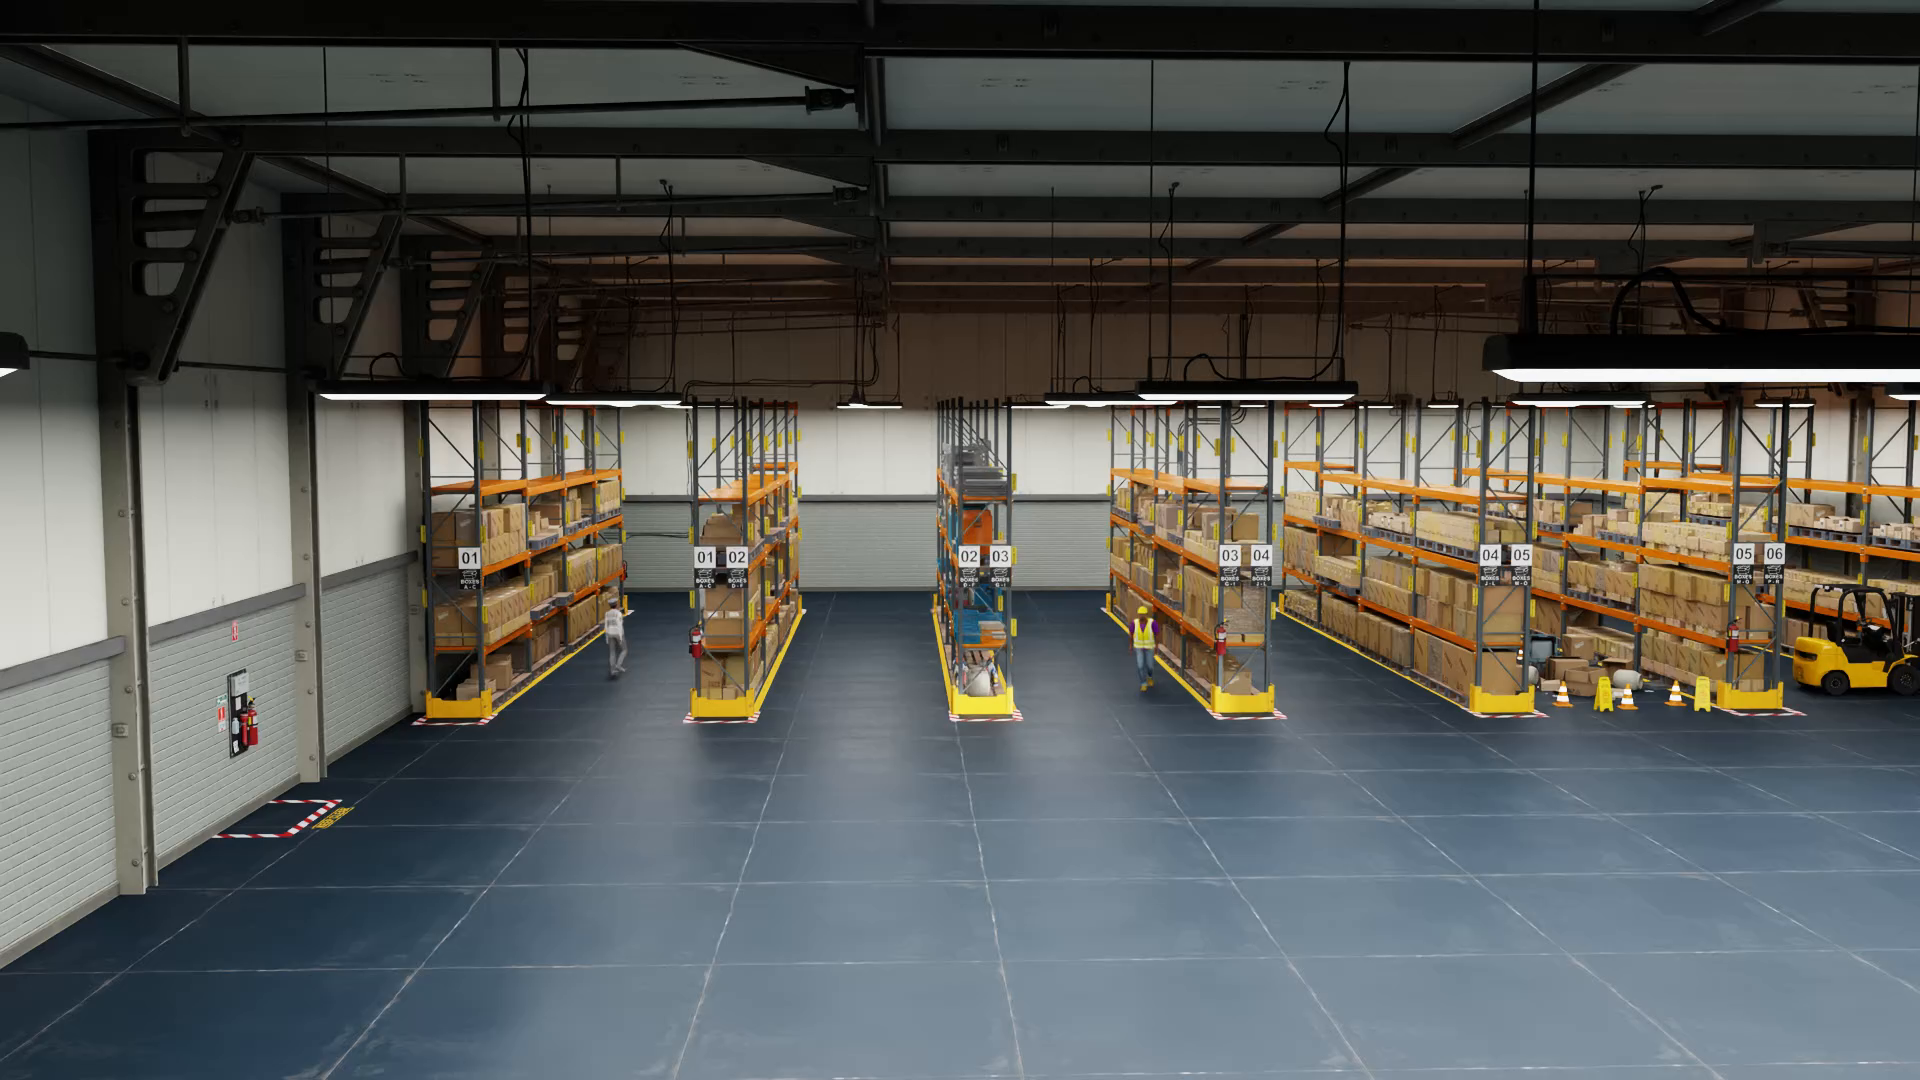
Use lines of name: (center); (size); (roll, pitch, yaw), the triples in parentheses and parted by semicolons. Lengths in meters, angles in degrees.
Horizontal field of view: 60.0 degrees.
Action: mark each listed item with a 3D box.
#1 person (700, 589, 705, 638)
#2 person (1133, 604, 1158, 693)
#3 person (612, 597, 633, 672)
person: (-6.434, 1.691, 41.875); (0.547, 1.607, 0.370); (3, 6, 38)
person: (3.780, 2.209, 34.127); (0.421, 1.786, 0.677); (-4, 6, -41)
person: (-7.467, 2.074, 36.509); (0.424, 1.634, 1.028); (0, 4, 4)
